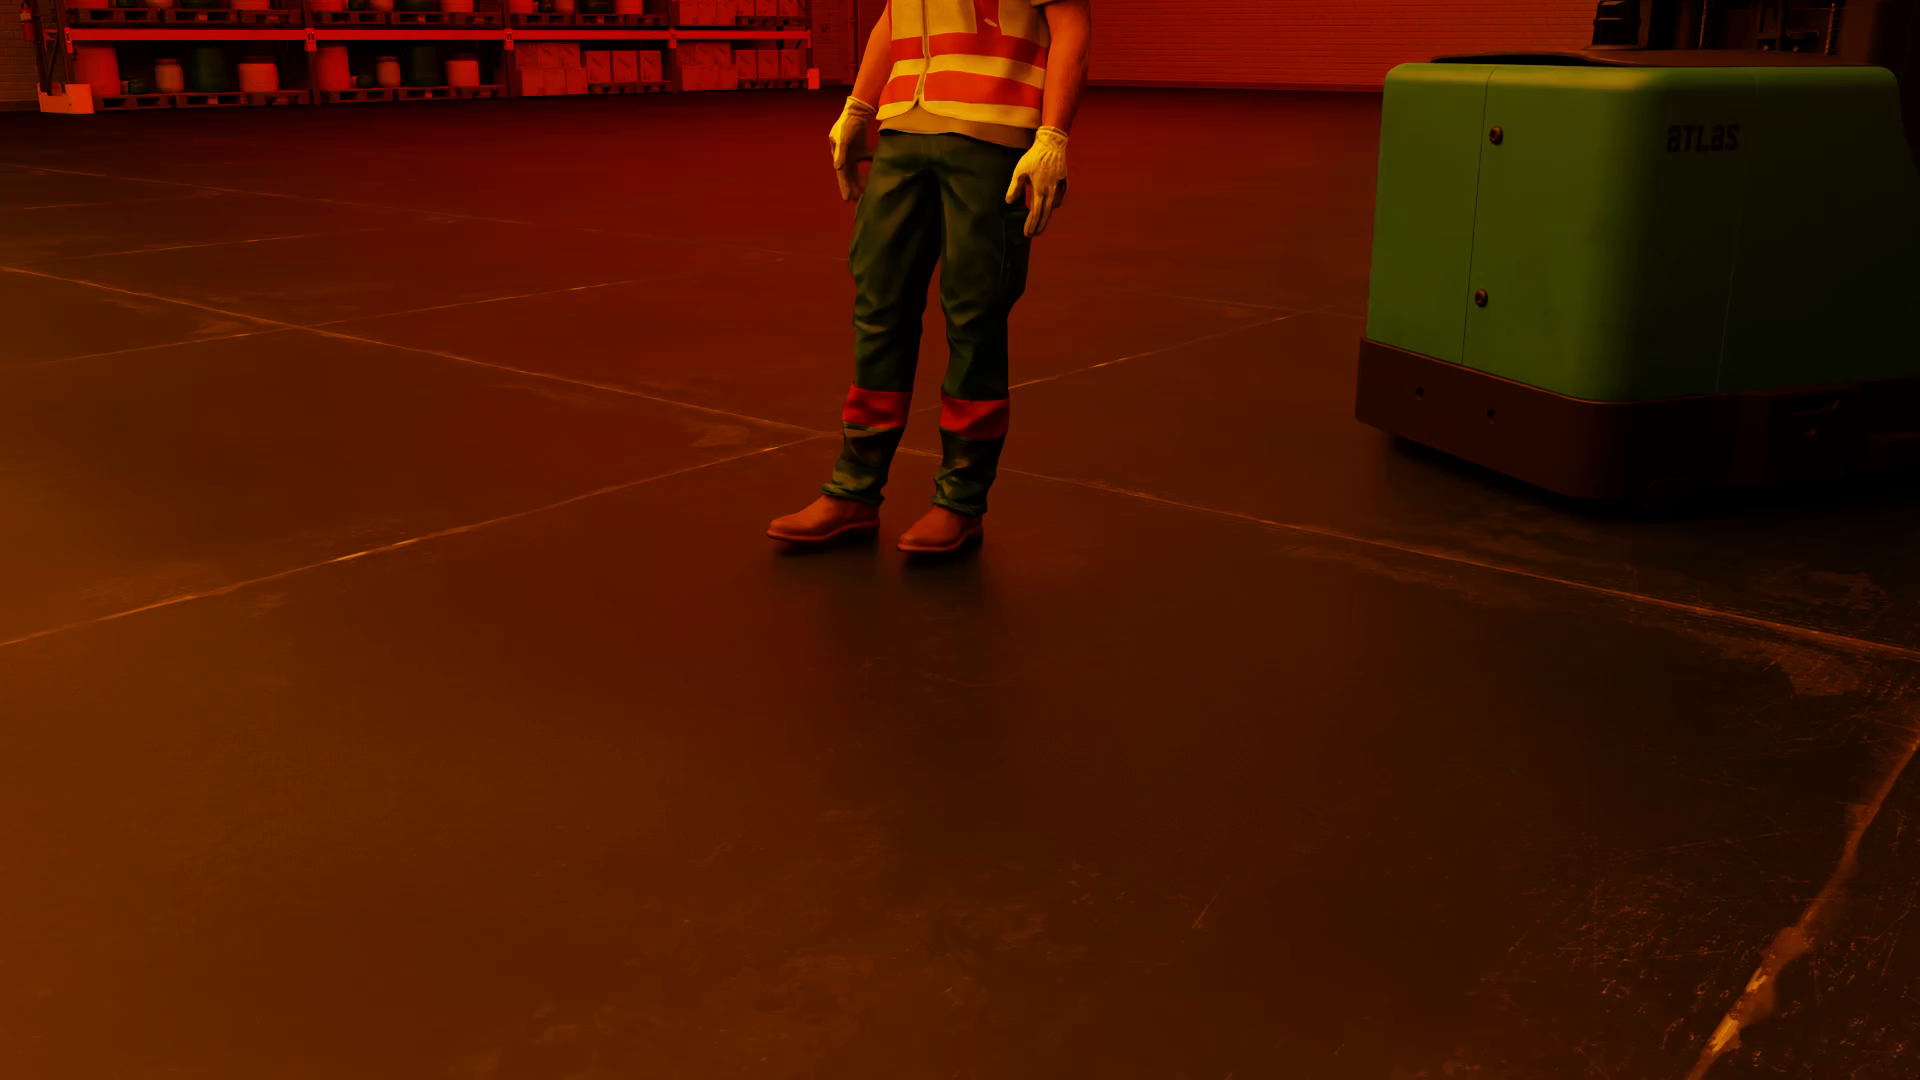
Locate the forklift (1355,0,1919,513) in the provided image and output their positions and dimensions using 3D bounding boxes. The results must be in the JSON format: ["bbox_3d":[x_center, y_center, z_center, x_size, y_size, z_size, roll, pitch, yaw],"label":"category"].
[{"bbox_3d":[2.725,-1.717,4.554,3.031,2.935,1.130,-6,18,-20],"label":"forklift"}]

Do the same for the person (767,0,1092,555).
[{"bbox_3d":[-0.061,-0.847,3.628,0.637,1.790,0.562,13,21,37],"label":"person"}]
